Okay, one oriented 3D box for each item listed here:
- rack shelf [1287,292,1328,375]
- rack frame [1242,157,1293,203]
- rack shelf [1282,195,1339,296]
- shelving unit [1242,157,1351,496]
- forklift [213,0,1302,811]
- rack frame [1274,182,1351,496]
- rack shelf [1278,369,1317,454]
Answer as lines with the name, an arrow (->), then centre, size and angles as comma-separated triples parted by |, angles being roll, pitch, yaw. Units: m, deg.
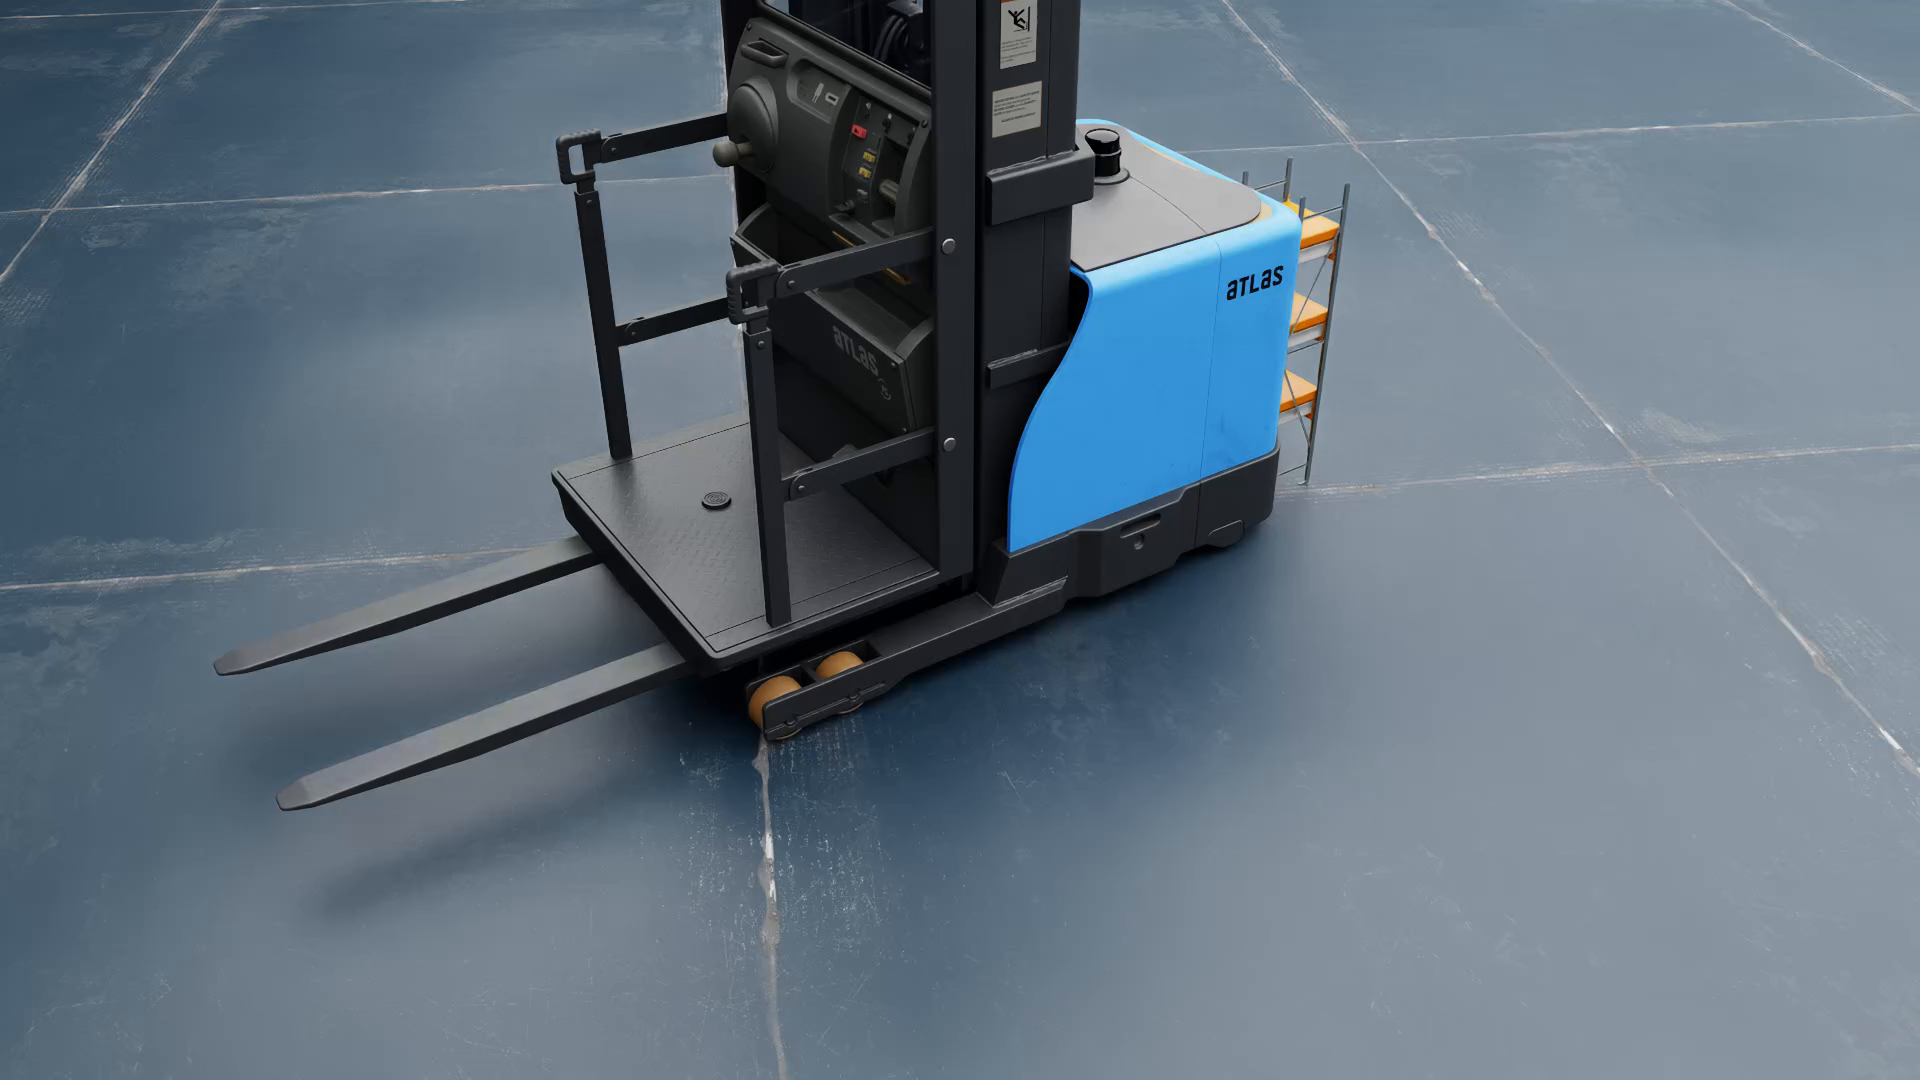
rack shelf -> 1.008, -0.646, 5.284 | 0.215, 0.259, 0.240 | -21, 40, -28
rack frame -> 0.939, -0.711, 5.361 | 0.200, 1.050, 0.008 | -21, 40, -28
rack shelf -> 1.008, -0.880, 5.124 | 0.215, 0.259, 0.240 | -21, 40, -28
shelving unit -> 1.008, -0.654, 5.278 | 0.215, 1.050, 0.252 | -21, 40, -28
forklift -> -0.521, -1.017, 4.140 | 3.031, 2.935, 1.130 | -20, 39, -27
rack frame -> 1.078, -0.598, 5.195 | 0.200, 1.050, 0.008 | -21, 40, -28
rack shelf -> 1.008, -0.416, 5.440 | 0.215, 0.259, 0.240 | -21, 40, -28
